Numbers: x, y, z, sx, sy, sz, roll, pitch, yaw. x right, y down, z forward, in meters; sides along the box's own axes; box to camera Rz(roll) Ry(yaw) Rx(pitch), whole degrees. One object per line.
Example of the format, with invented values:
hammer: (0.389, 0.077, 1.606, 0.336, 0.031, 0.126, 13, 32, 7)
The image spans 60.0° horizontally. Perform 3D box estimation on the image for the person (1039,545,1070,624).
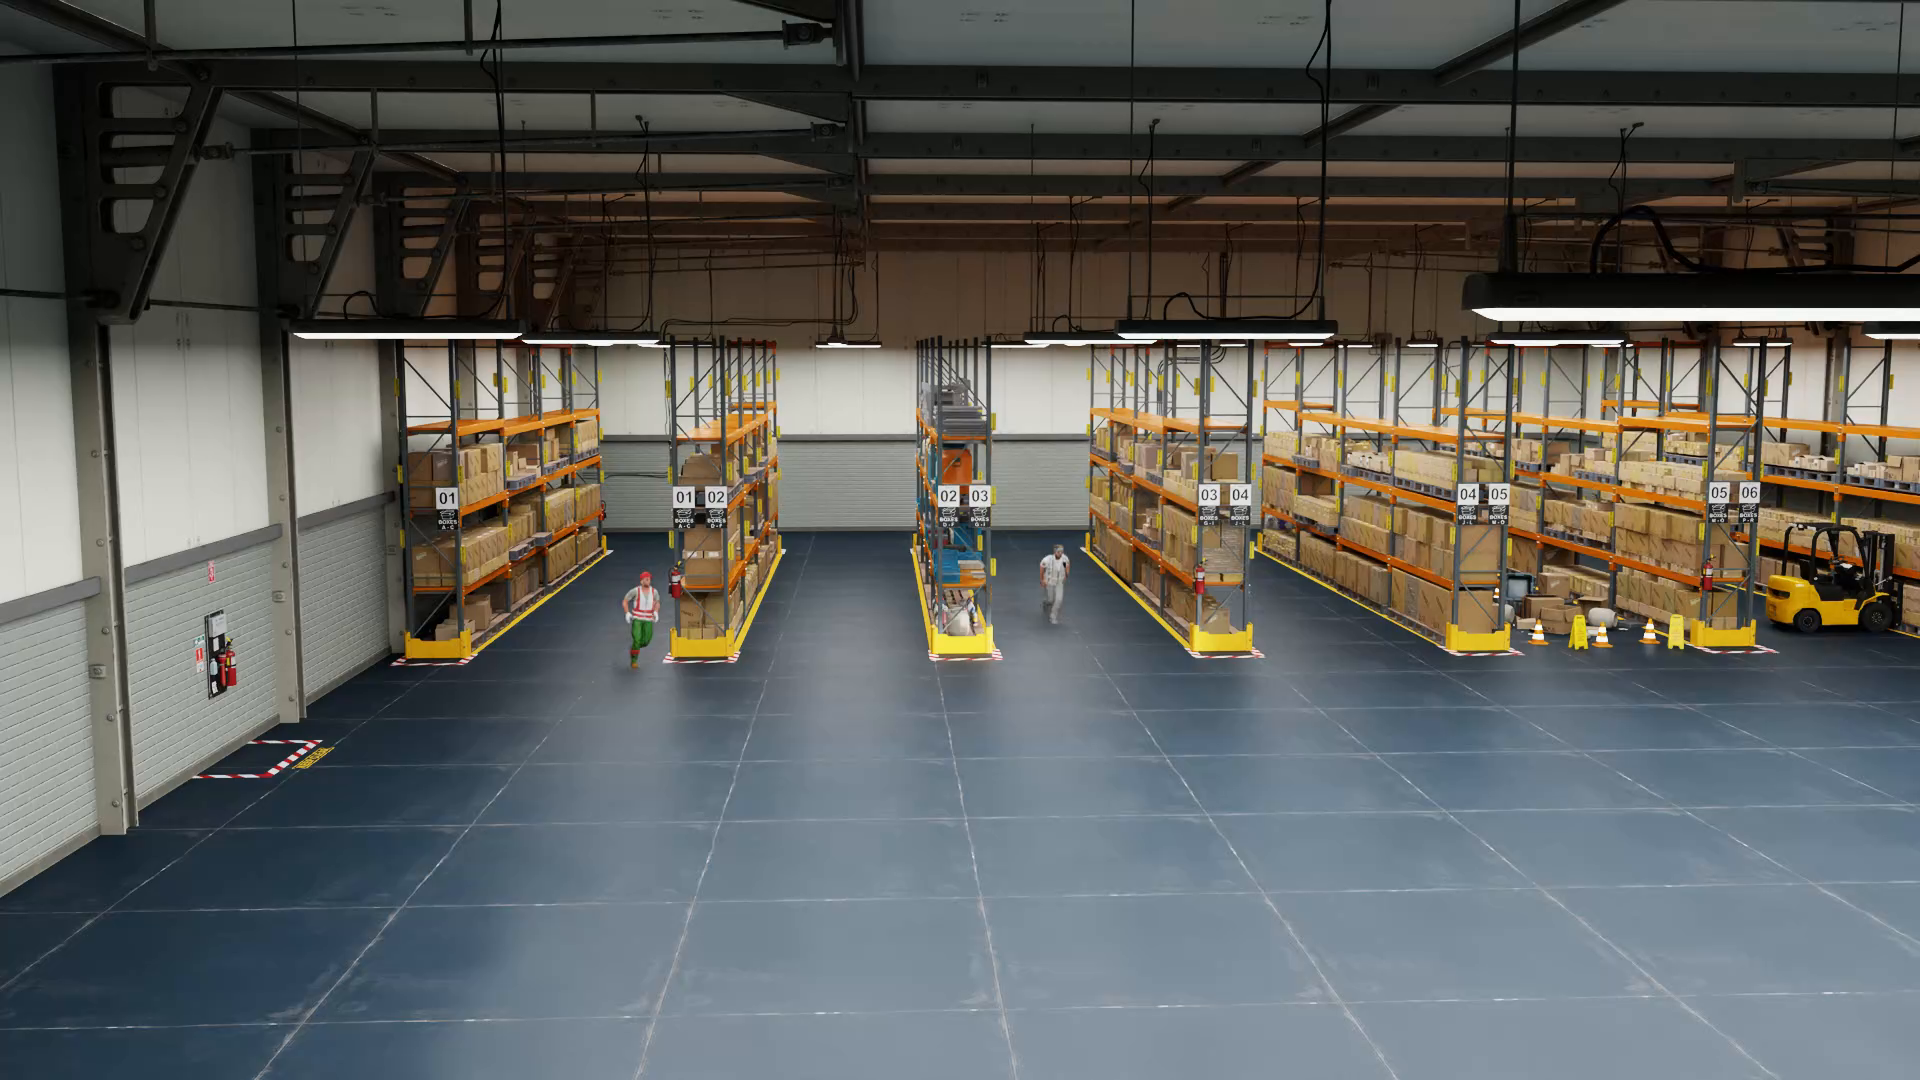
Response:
person: (1.979, 0.914, 35.204, 0.662, 1.714, 0.843, -2, 7, -21)

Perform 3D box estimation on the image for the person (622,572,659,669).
person: (-5.806, 1.439, 30.311, 0.704, 1.727, 0.622, -4, 7, -29)

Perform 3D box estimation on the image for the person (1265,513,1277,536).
person: (9.109, -0.629, 48.853, 0.504, 1.619, 0.640, 0, 6, 1)

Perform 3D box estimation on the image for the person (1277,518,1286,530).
person: (9.642, -0.765, 49.811, 0.600, 1.672, 0.880, 6, 9, 44)
